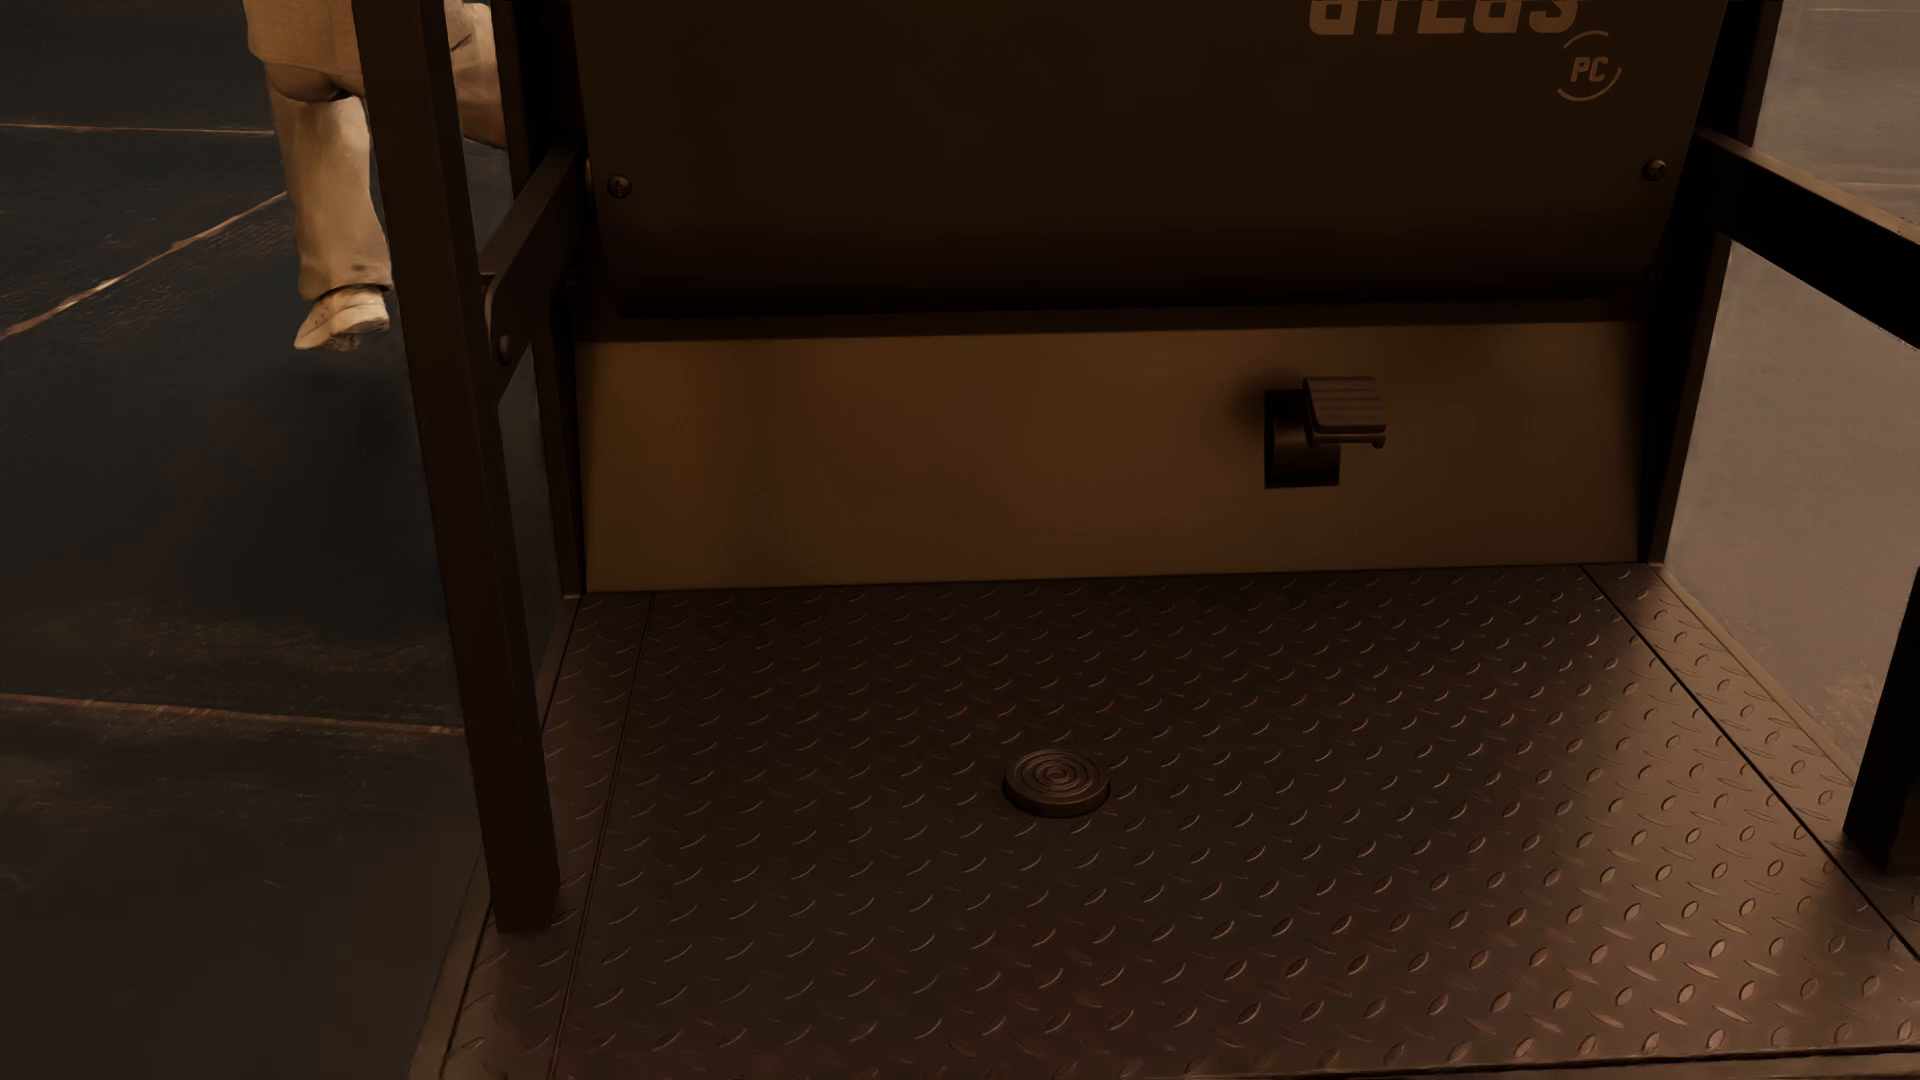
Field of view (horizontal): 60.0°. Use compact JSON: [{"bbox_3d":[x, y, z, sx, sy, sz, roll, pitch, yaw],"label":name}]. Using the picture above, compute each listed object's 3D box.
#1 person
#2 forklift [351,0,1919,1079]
[{"bbox_3d":[-0.840,-0.915,2.716,0.902,1.461,0.699,8,28,15],"label":"person"},{"bbox_3d":[0.172,-0.862,0.943,1.130,2.935,3.031,-2,27,-3],"label":"forklift"}]
